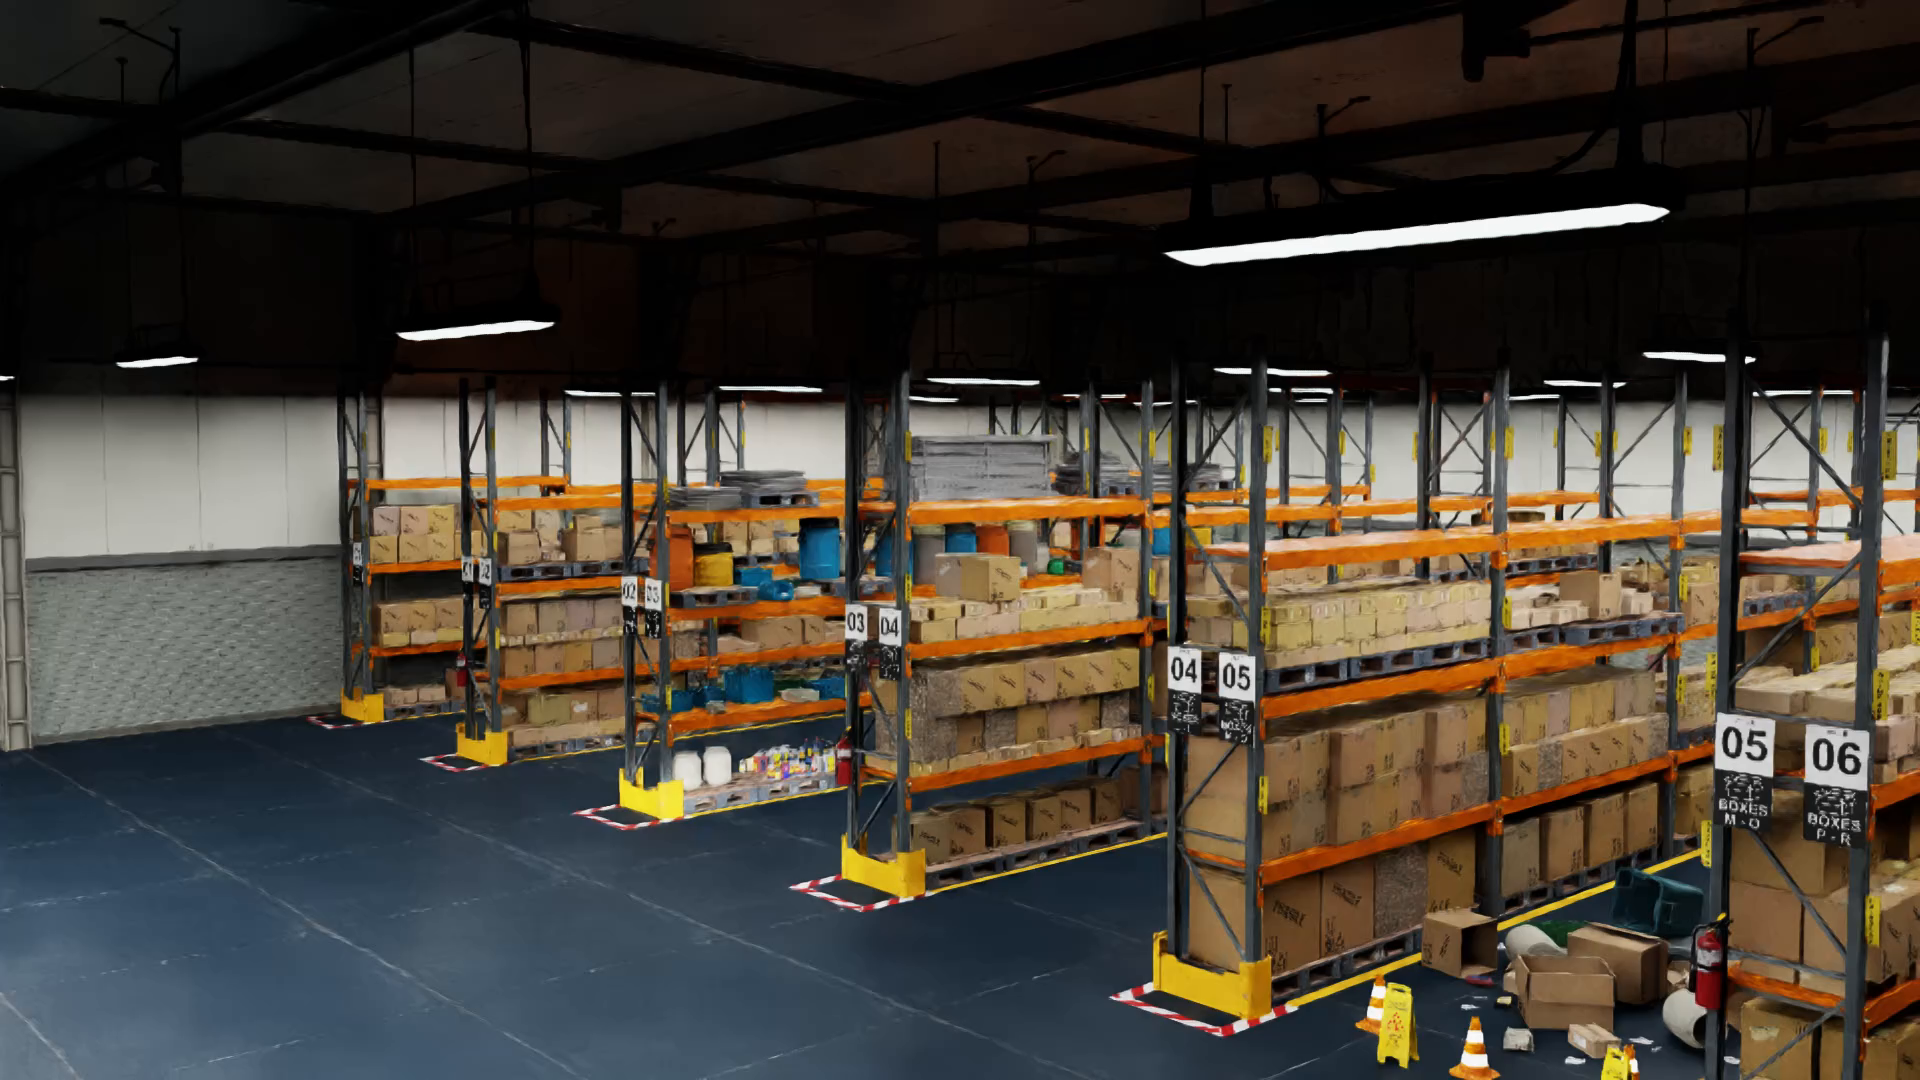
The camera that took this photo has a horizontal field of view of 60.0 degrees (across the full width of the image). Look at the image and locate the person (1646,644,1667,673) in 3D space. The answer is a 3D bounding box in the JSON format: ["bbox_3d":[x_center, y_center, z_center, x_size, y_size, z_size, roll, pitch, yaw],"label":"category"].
[{"bbox_3d":[13.473,2.235,32.163,0.529,1.697,0.550,1,4,10],"label":"person"}]

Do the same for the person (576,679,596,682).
[{"bbox_3d":[-6.749,2.348,29.785,1.113,1.686,0.582,-4,5,-44],"label":"person"}]
